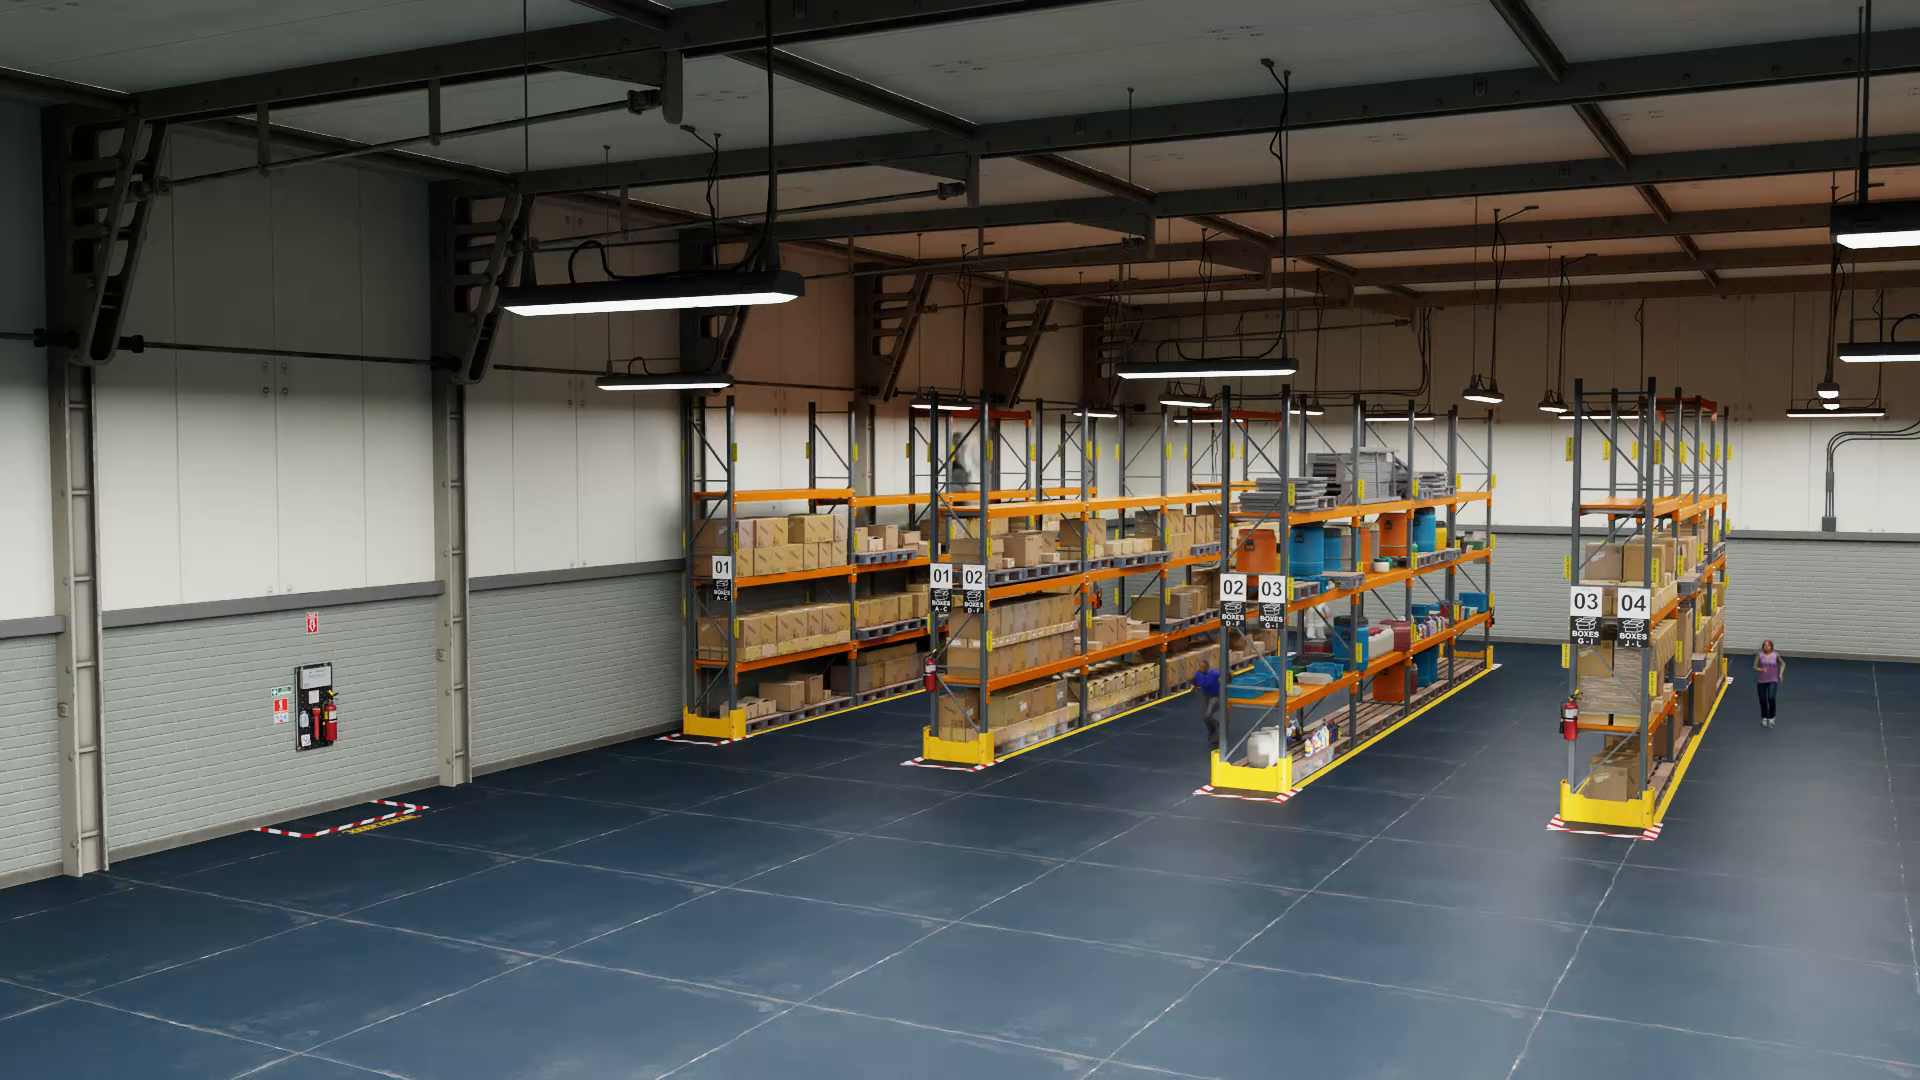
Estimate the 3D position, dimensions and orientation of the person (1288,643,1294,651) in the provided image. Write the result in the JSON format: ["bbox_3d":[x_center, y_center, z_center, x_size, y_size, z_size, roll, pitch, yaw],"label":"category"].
[{"bbox_3d":[7.935,1.936,42.024,0.877,1.743,0.691,2,4,38],"label":"person"}]

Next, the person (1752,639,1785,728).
[{"bbox_3d":[14.690,2.610,30.238,0.509,1.604,0.667,2,4,31],"label":"person"}]

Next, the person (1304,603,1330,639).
[{"bbox_3d":[8.312,2.056,38.849,0.675,1.796,1.007,1,3,20],"label":"person"}]

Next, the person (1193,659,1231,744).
[{"bbox_3d":[4.319,2.750,28.433,0.607,1.496,0.909,2,4,33],"label":"person"}]
